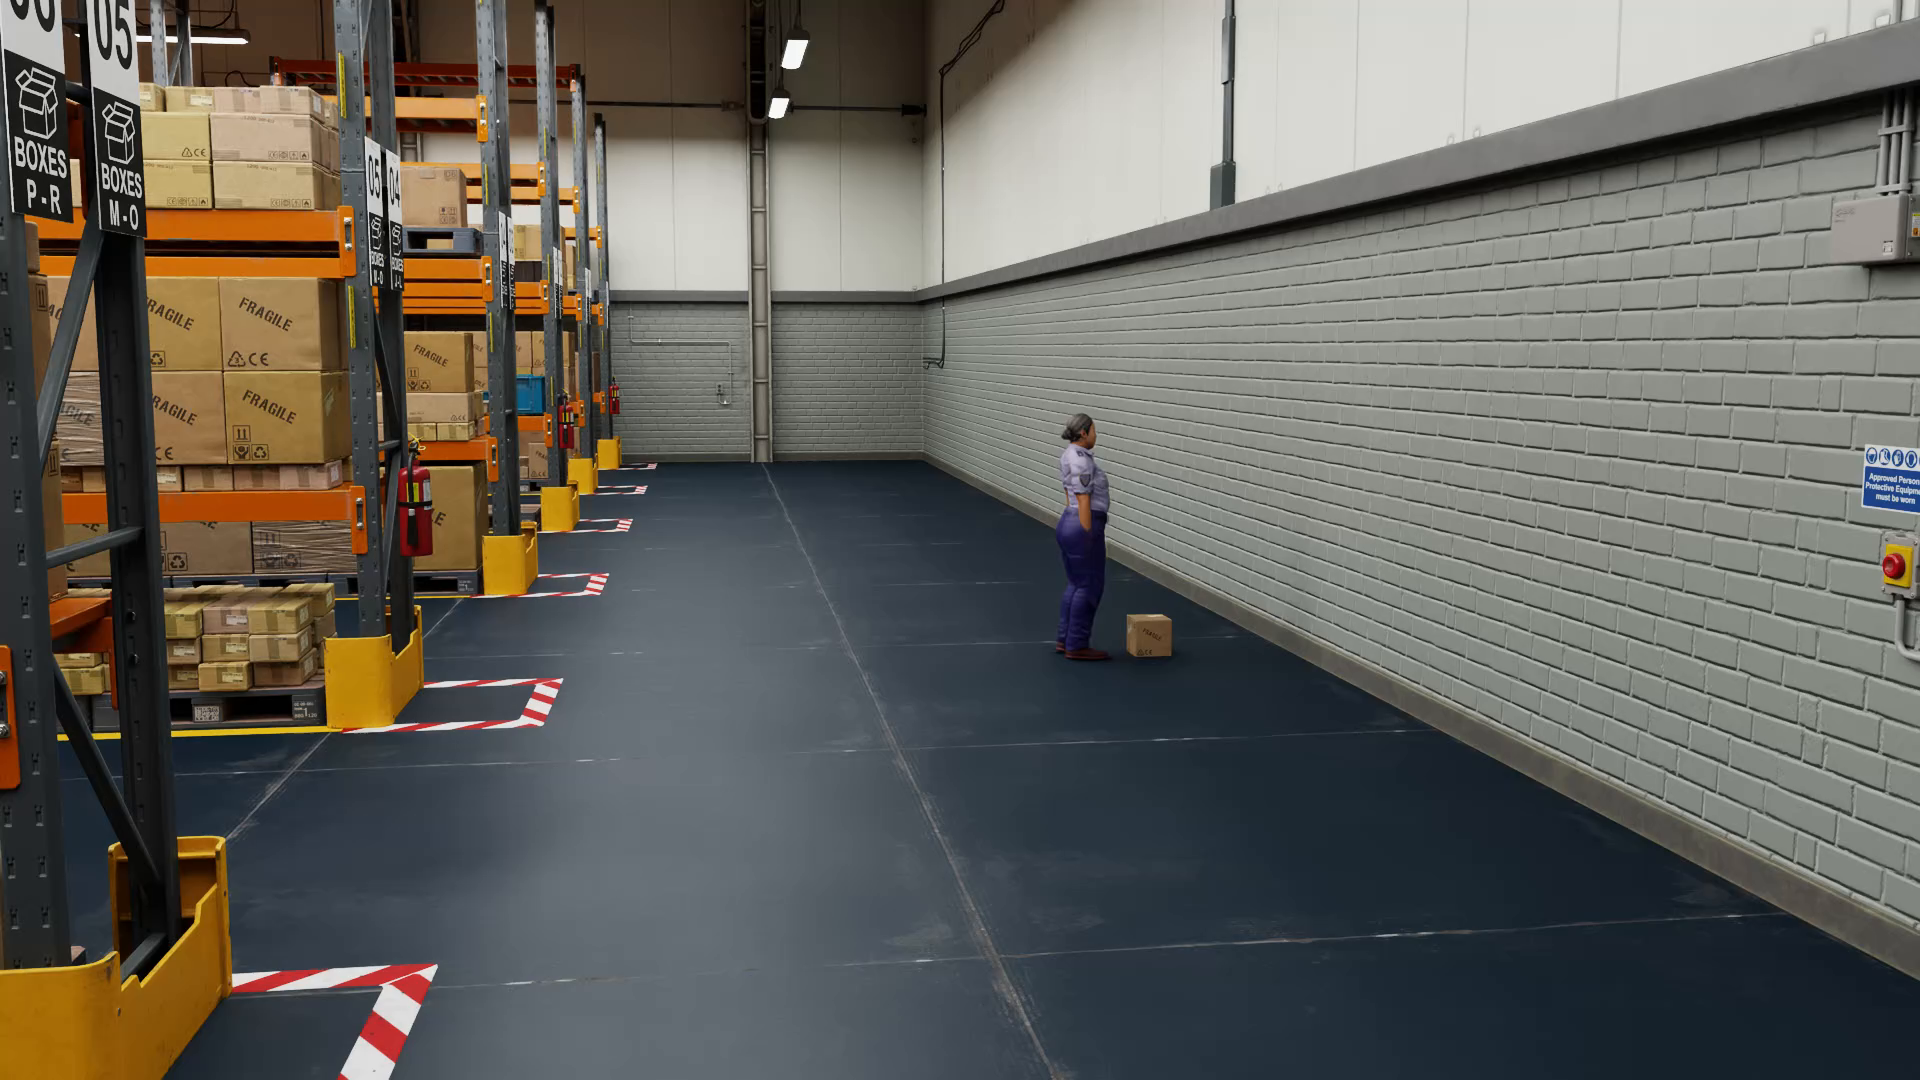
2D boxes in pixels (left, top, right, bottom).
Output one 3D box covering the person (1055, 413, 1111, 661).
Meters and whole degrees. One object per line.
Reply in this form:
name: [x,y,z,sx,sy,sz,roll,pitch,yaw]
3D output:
person: [0.826,-0.028,11.193,0.343,1.648,0.462,-1,7,-7]
